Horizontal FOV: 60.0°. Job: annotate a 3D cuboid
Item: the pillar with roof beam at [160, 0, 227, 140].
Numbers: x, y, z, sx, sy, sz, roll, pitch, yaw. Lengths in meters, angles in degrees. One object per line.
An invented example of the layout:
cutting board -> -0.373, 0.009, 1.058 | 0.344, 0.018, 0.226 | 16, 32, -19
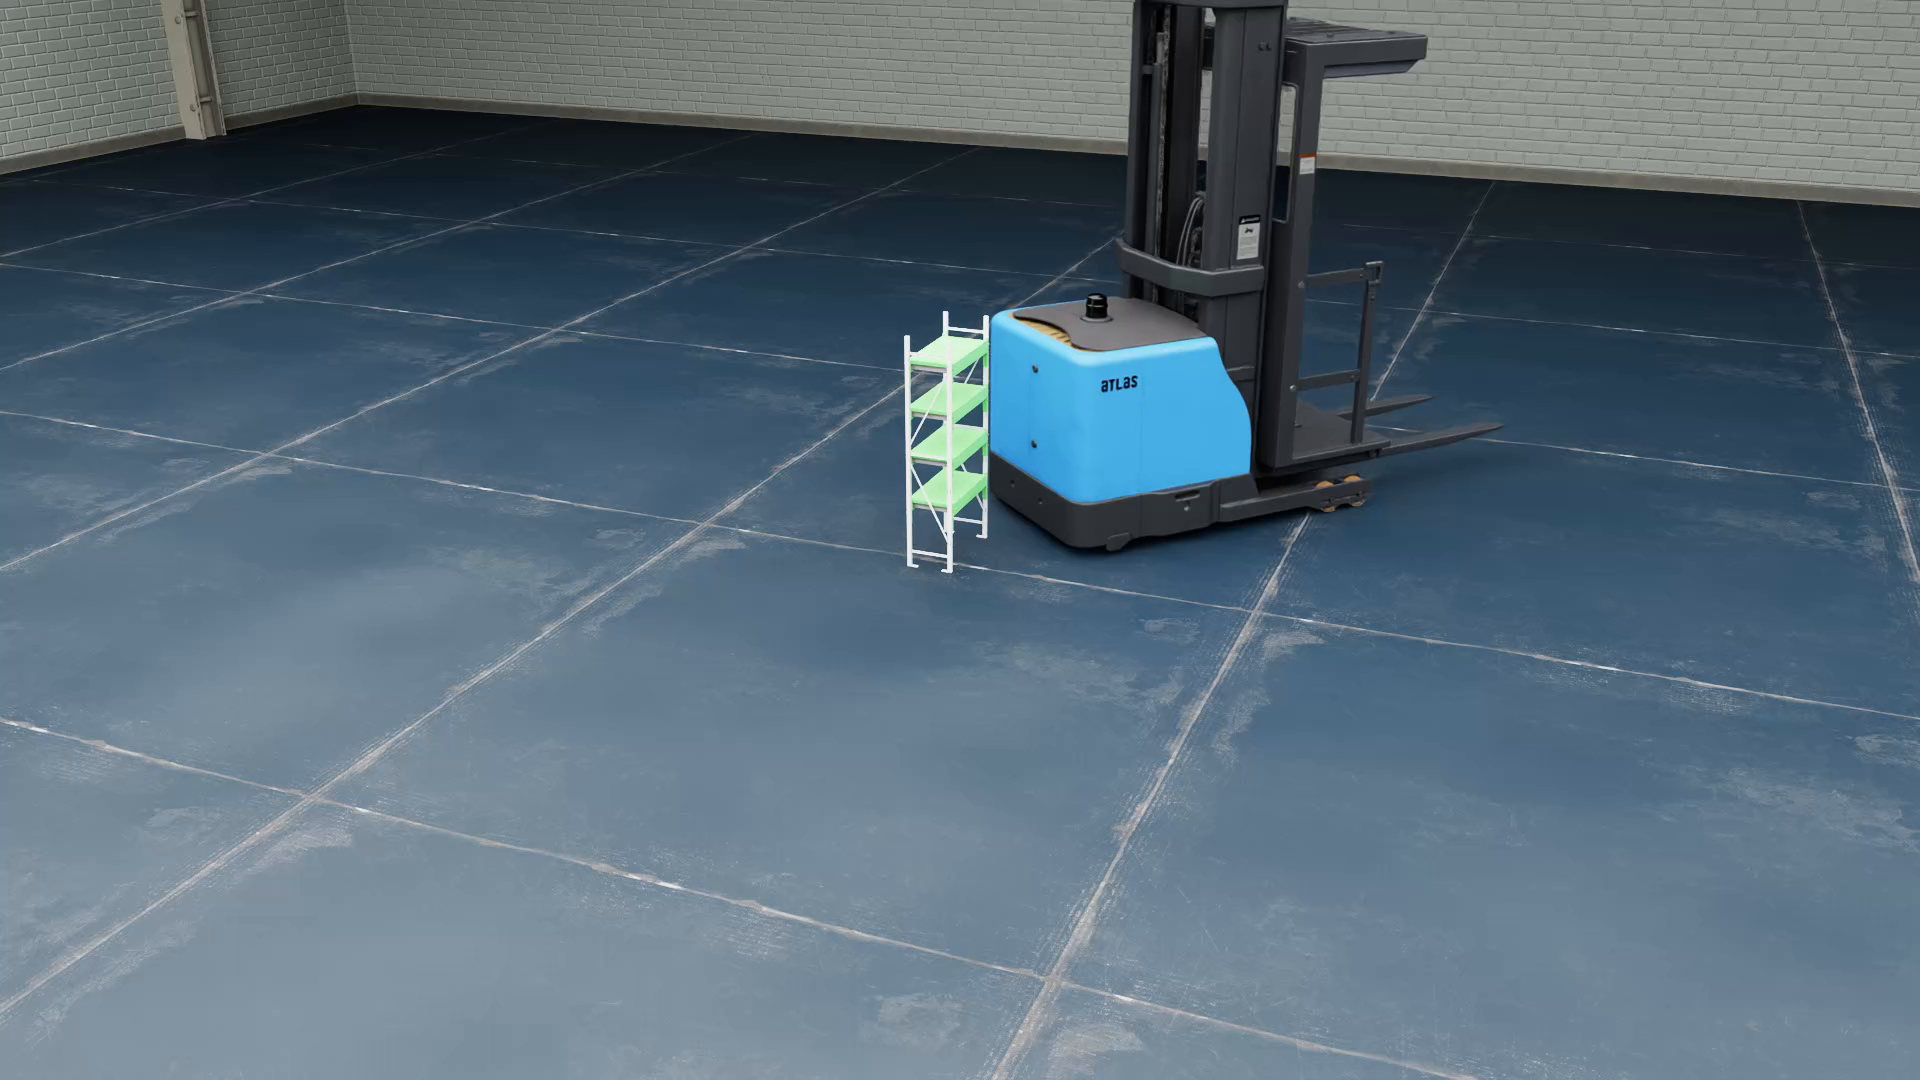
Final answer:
pillar with roof beam -> -5.477, -8.606, 17.678 | 9.100, 9.000, 0.400 | 9, 24, 20

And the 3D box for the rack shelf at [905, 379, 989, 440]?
rack shelf -> -0.061, -0.657, 8.309 | 0.258, 0.148, 0.480 | 9, 24, 20

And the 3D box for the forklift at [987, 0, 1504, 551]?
forklift -> 1.704, -1.674, 8.955 | 3.031, 2.935, 1.130 | -11, 25, -25

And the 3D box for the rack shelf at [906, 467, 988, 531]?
rack shelf -> -0.061, -0.214, 8.494 | 0.258, 0.148, 0.480 | 9, 24, 20

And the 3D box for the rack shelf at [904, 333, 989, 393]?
rack shelf -> -0.061, -0.878, 8.217 | 0.258, 0.148, 0.480 | 9, 24, 20

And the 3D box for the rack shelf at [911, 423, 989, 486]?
rack shelf -> -0.061, -0.435, 8.402 | 0.258, 0.148, 0.480 | 9, 24, 20

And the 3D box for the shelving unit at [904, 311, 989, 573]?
shelving unit -> -0.061, -0.494, 8.377 | 0.258, 1.200, 0.503 | 9, 24, 20

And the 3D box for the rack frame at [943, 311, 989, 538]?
rack frame -> 0.029, -0.582, 8.586 | 0.240, 1.200, 0.015 | 9, 24, 20

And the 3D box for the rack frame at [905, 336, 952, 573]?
rack frame -> -0.152, -0.407, 8.168 | 0.240, 1.200, 0.015 | 9, 24, 20
